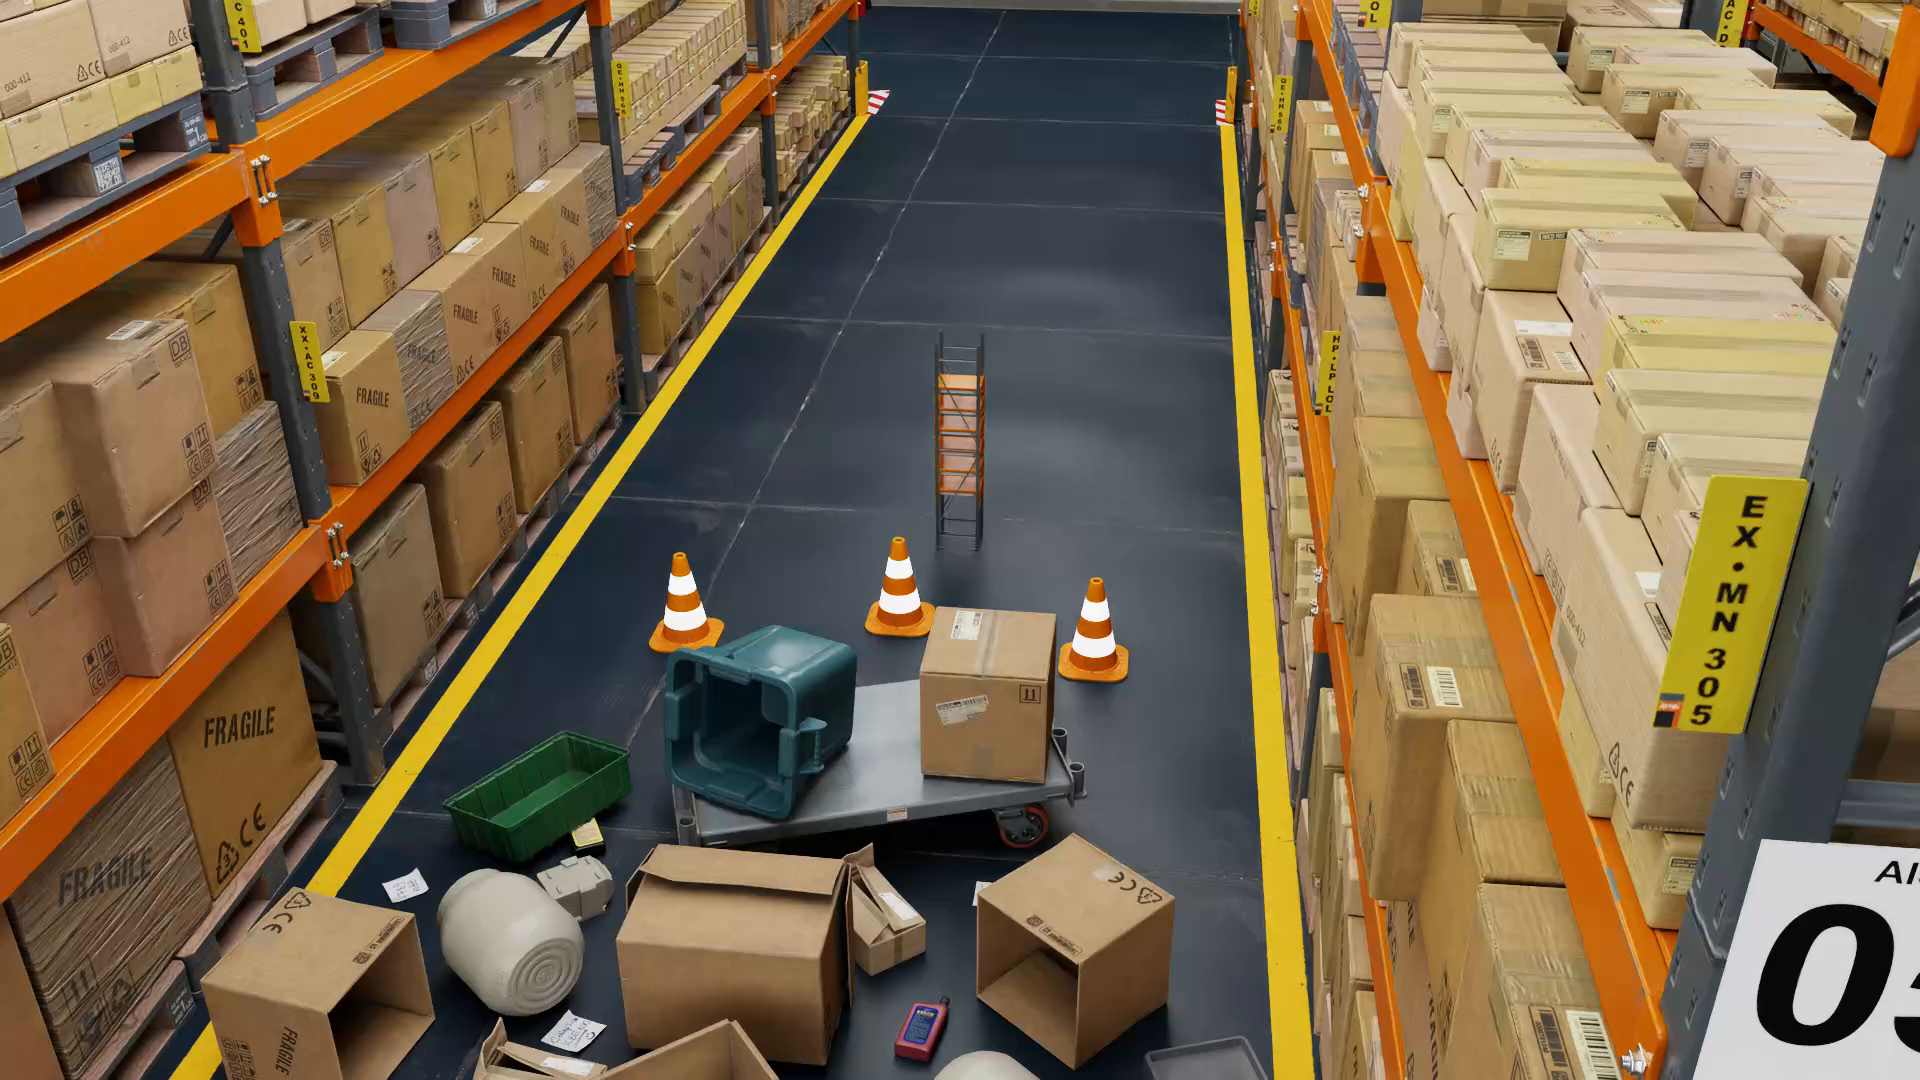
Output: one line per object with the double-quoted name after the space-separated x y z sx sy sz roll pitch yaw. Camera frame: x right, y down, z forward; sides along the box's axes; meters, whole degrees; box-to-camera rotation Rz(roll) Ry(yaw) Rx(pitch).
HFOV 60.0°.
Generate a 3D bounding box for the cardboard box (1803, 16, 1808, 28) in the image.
7.874 -4.678 15.035 0.380 0.149 0.250 4 29 7 "cardboard box"

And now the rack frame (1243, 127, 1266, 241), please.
2.871 -3.820 13.178 1.000 3.000 0.127 3 28 6 "rack frame"

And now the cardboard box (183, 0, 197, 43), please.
-3.107 -2.119 6.469 0.500 0.250 0.500 4 29 7 "cardboard box"

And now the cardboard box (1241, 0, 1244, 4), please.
3.017 -5.537 16.260 0.500 0.500 0.500 3 28 6 "cardboard box"

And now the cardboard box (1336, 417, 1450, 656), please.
1.449 -0.001 4.615 0.700 0.500 0.500 3 28 5 "cardboard box"

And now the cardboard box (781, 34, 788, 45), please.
-1.717 -4.446 14.604 0.380 0.149 0.250 2 28 4 "cardboard box"

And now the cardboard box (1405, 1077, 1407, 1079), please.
1.209 1.383 3.785 0.380 0.149 0.250 4 29 7 "cardboard box"

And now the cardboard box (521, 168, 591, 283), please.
-2.395 -1.759 9.246 0.500 0.500 0.500 3 28 6 "cardboard box"

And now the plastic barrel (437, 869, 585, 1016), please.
-1.651 1.463 6.088 0.421 0.421 0.512 -24 36 -37 "plastic barrel"

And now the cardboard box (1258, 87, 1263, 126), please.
2.415 -3.078 11.959 0.500 0.250 0.500 3 28 6 "cardboard box"

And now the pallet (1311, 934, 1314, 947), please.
1.844 1.492 6.258 1.003 0.211 1.213 3 28 6 "pallet"

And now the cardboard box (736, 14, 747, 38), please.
-1.907 -4.066 13.144 0.380 0.149 0.250 4 29 8 "cardboard box"

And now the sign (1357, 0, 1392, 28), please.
1.340 -1.806 5.317 0.100 0.325 0.005 3 28 6 "sign"

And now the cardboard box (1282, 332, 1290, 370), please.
2.548 -1.507 10.681 0.875 0.875 0.875 3 28 6 "cardboard box"

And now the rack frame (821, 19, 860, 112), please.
-1.564 -5.943 17.118 1.000 3.000 0.127 3 28 6 "rack frame"

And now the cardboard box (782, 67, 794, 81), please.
-1.880 -4.771 16.879 0.380 0.149 0.250 4 29 7 "cardboard box"

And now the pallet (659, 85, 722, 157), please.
-2.342 -3.027 11.908 1.003 0.211 1.213 3 28 6 "pallet"

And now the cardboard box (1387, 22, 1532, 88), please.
1.528 -1.486 5.107 0.380 0.149 0.250 3 28 5 "cardboard box"

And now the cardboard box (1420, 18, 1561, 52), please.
1.819 -1.777 5.938 0.500 0.250 0.500 3 28 5 "cardboard box"

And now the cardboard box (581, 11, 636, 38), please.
-2.654 -3.868 12.462 0.380 0.149 0.250 3 28 6 "cardboard box"

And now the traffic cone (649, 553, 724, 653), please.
-1.371 0.279 8.244 0.336 0.463 0.334 3 28 6 "traffic cone"

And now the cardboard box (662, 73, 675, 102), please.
-2.163 -3.088 11.327 0.380 0.149 0.250 3 28 6 "cardboard box"

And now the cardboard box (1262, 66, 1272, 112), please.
2.353 -3.062 11.402 0.500 0.250 0.500 3 28 5 "cardboard box"

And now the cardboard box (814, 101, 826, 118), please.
-1.508 -4.130 16.002 0.380 0.149 0.250 5 29 9 "cardboard box"

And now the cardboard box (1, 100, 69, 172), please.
-2.854 -1.182 4.836 0.380 0.149 0.250 3 29 6 "cardboard box"

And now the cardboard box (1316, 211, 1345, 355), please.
1.848 -1.121 7.306 0.500 0.500 0.500 4 29 8 "cardboard box"

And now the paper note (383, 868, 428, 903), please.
-2.218 1.382 6.652 0.147 0.020 0.142 -17 33 -29 "paper note"

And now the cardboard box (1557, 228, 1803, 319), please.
1.409 -0.502 3.280 0.380 0.149 0.250 3 28 5 "cardboard box"

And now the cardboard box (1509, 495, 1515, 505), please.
1.351 -0.166 3.499 0.380 0.149 0.250 3 28 5 "cardboard box"

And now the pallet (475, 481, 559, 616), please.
-2.868 -0.010 9.046 1.003 0.211 1.213 3 28 6 "pallet"

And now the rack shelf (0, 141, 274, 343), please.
-3.279 -0.357 4.345 1.077 0.370 4.000 3 28 6 "rack shelf"

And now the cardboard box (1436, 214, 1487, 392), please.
1.377 -0.532 3.757 0.500 0.250 0.500 4 29 7 "cardboard box"

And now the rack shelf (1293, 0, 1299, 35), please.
2.626 -3.882 10.889 1.077 0.370 4.000 3 28 6 "rack shelf"

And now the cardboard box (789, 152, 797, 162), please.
-1.679 -3.388 14.939 0.380 0.149 0.250 3 28 6 "cardboard box"

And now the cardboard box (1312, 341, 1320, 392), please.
1.753 -0.753 7.308 0.380 0.149 0.250 4 29 7 "cardboard box"

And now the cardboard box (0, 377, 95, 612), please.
-3.268 -0.152 5.073 0.875 0.550 0.550 3 28 6 "cardboard box"

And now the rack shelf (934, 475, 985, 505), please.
-0.002 -0.271 9.088 0.258 0.103 0.180 3 28 6 "rack shelf"

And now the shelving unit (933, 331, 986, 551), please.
-0.002 -0.521 8.953 0.258 1.200 0.189 3 28 6 "shelving unit"

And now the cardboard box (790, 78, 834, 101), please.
-1.443 -4.378 16.150 0.380 0.149 0.250 4 29 8 "cardboard box"

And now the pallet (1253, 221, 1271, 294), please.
2.851 -2.225 13.157 1.003 0.211 1.213 3 28 6 "pallet"

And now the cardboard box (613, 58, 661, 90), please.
-2.198 -3.086 11.010 0.380 0.149 0.250 2 28 4 "cardboard box"

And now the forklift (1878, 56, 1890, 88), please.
4.434 -0.592 7.258 1.130 2.935 3.031 3 29 6 "forklift"

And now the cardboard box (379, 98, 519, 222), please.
-2.730 -1.971 8.586 0.700 0.500 0.500 3 28 5 "cardboard box"

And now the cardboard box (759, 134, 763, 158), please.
-1.806 -3.402 14.337 0.380 0.149 0.250 4 29 8 "cardboard box"

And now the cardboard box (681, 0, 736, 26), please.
-1.942 -4.069 12.835 0.380 0.149 0.250 3 28 5 "cardboard box"

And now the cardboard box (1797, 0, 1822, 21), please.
7.844 -4.807 14.854 0.500 0.250 0.500 3 28 5 "cardboard box"

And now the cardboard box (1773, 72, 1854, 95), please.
8.119 -4.219 16.109 0.797 0.503 0.637 2 28 4 "cardboard box"

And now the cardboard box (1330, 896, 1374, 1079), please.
1.431 1.400 5.154 0.500 0.500 0.500 5 29 9 "cardboard box"

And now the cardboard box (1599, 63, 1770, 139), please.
1.992 -1.209 4.593 0.380 0.149 0.250 4 29 7 "cardboard box"

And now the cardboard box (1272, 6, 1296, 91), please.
2.307 -3.155 10.784 0.500 0.500 0.500 3 28 6 "cardboard box"

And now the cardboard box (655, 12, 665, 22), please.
-2.559 -4.106 13.218 0.380 0.149 0.250 4 29 7 "cardboard box"

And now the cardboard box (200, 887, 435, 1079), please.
-2.206 1.596 5.759 0.500 0.500 0.500 8 29 15 "cardboard box"

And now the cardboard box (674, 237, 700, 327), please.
-2.146 -1.816 11.652 0.500 0.500 0.500 4 29 7 "cardboard box"

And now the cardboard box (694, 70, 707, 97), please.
-2.063 -3.322 12.076 0.380 0.149 0.250 5 29 8 "cardboard box"
